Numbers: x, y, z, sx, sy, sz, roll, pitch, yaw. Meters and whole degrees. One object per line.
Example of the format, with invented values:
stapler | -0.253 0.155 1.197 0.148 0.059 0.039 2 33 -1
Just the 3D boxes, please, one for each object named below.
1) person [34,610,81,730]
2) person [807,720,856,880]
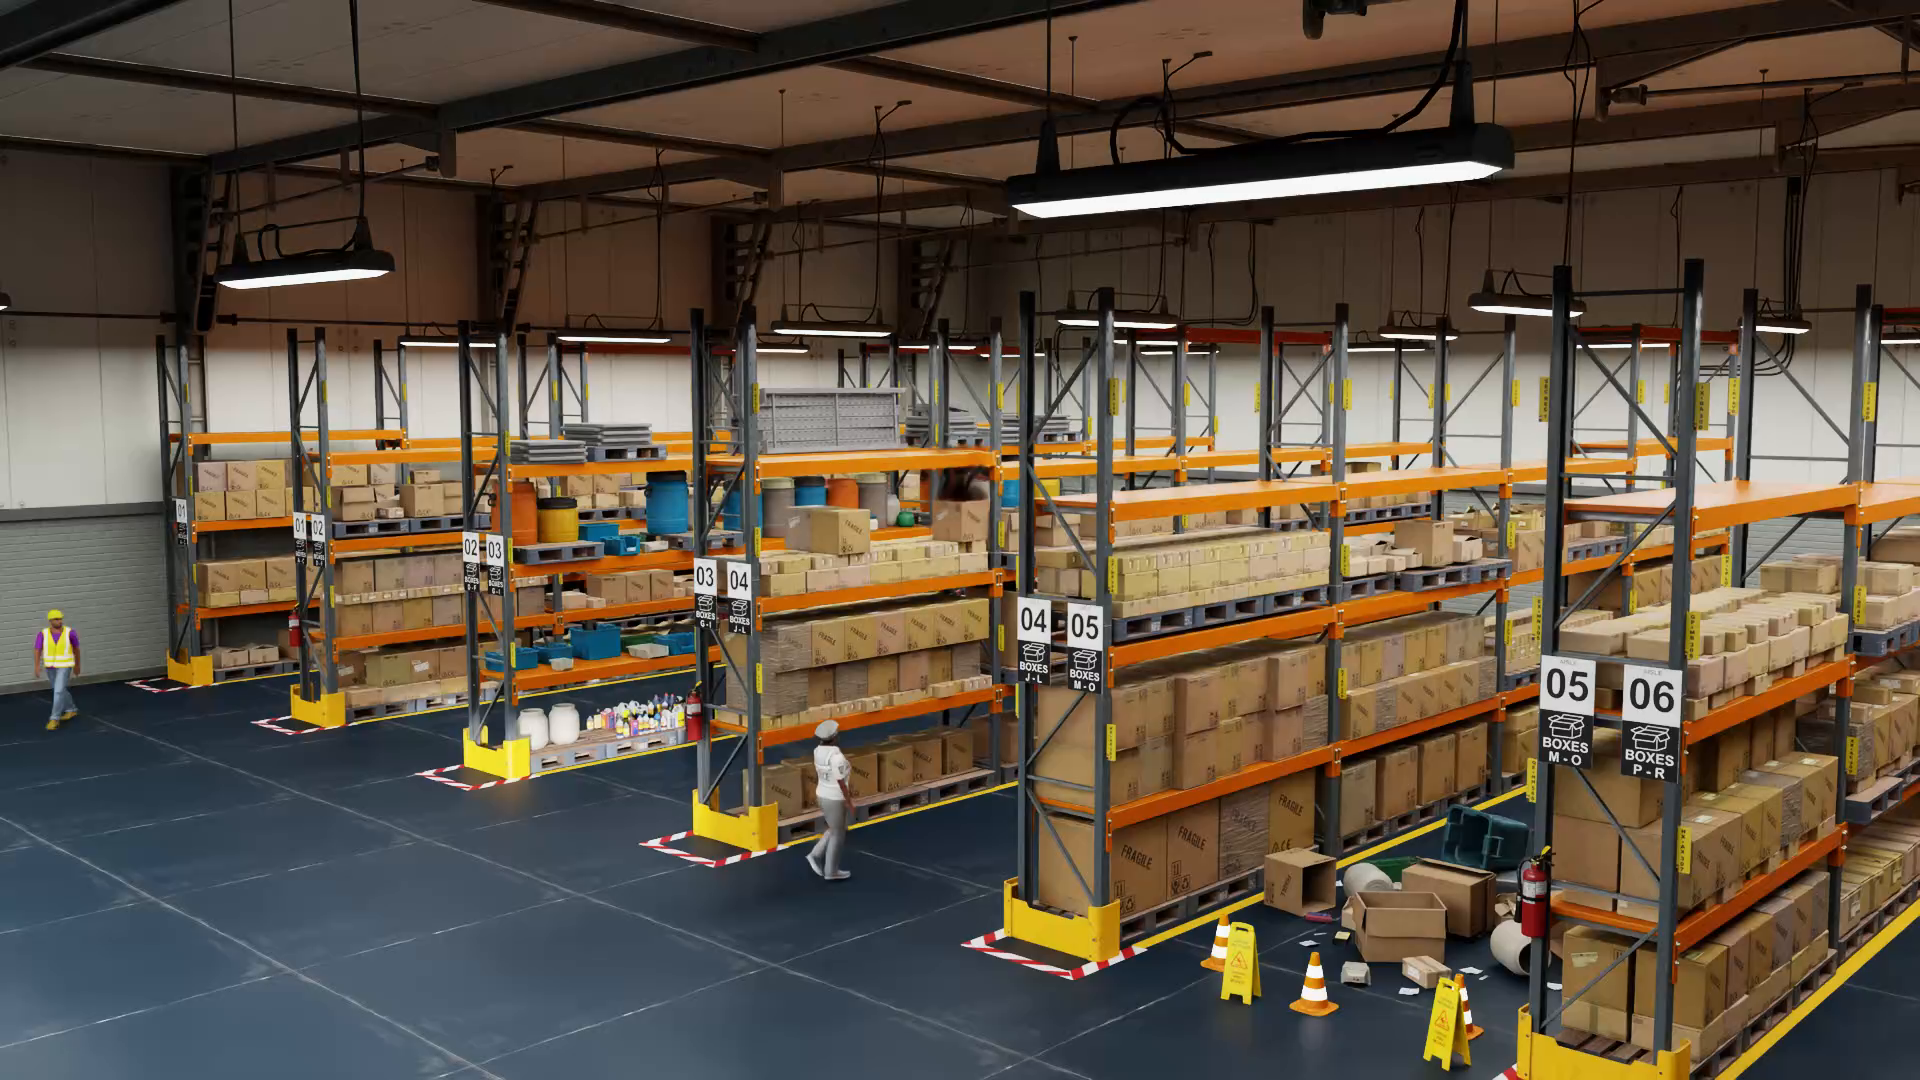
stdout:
person | -13.720 1.925 25.174 0.502 1.737 0.921 1 5 9
person | -1.325 2.690 17.248 0.450 1.689 0.454 -2 6 -23
